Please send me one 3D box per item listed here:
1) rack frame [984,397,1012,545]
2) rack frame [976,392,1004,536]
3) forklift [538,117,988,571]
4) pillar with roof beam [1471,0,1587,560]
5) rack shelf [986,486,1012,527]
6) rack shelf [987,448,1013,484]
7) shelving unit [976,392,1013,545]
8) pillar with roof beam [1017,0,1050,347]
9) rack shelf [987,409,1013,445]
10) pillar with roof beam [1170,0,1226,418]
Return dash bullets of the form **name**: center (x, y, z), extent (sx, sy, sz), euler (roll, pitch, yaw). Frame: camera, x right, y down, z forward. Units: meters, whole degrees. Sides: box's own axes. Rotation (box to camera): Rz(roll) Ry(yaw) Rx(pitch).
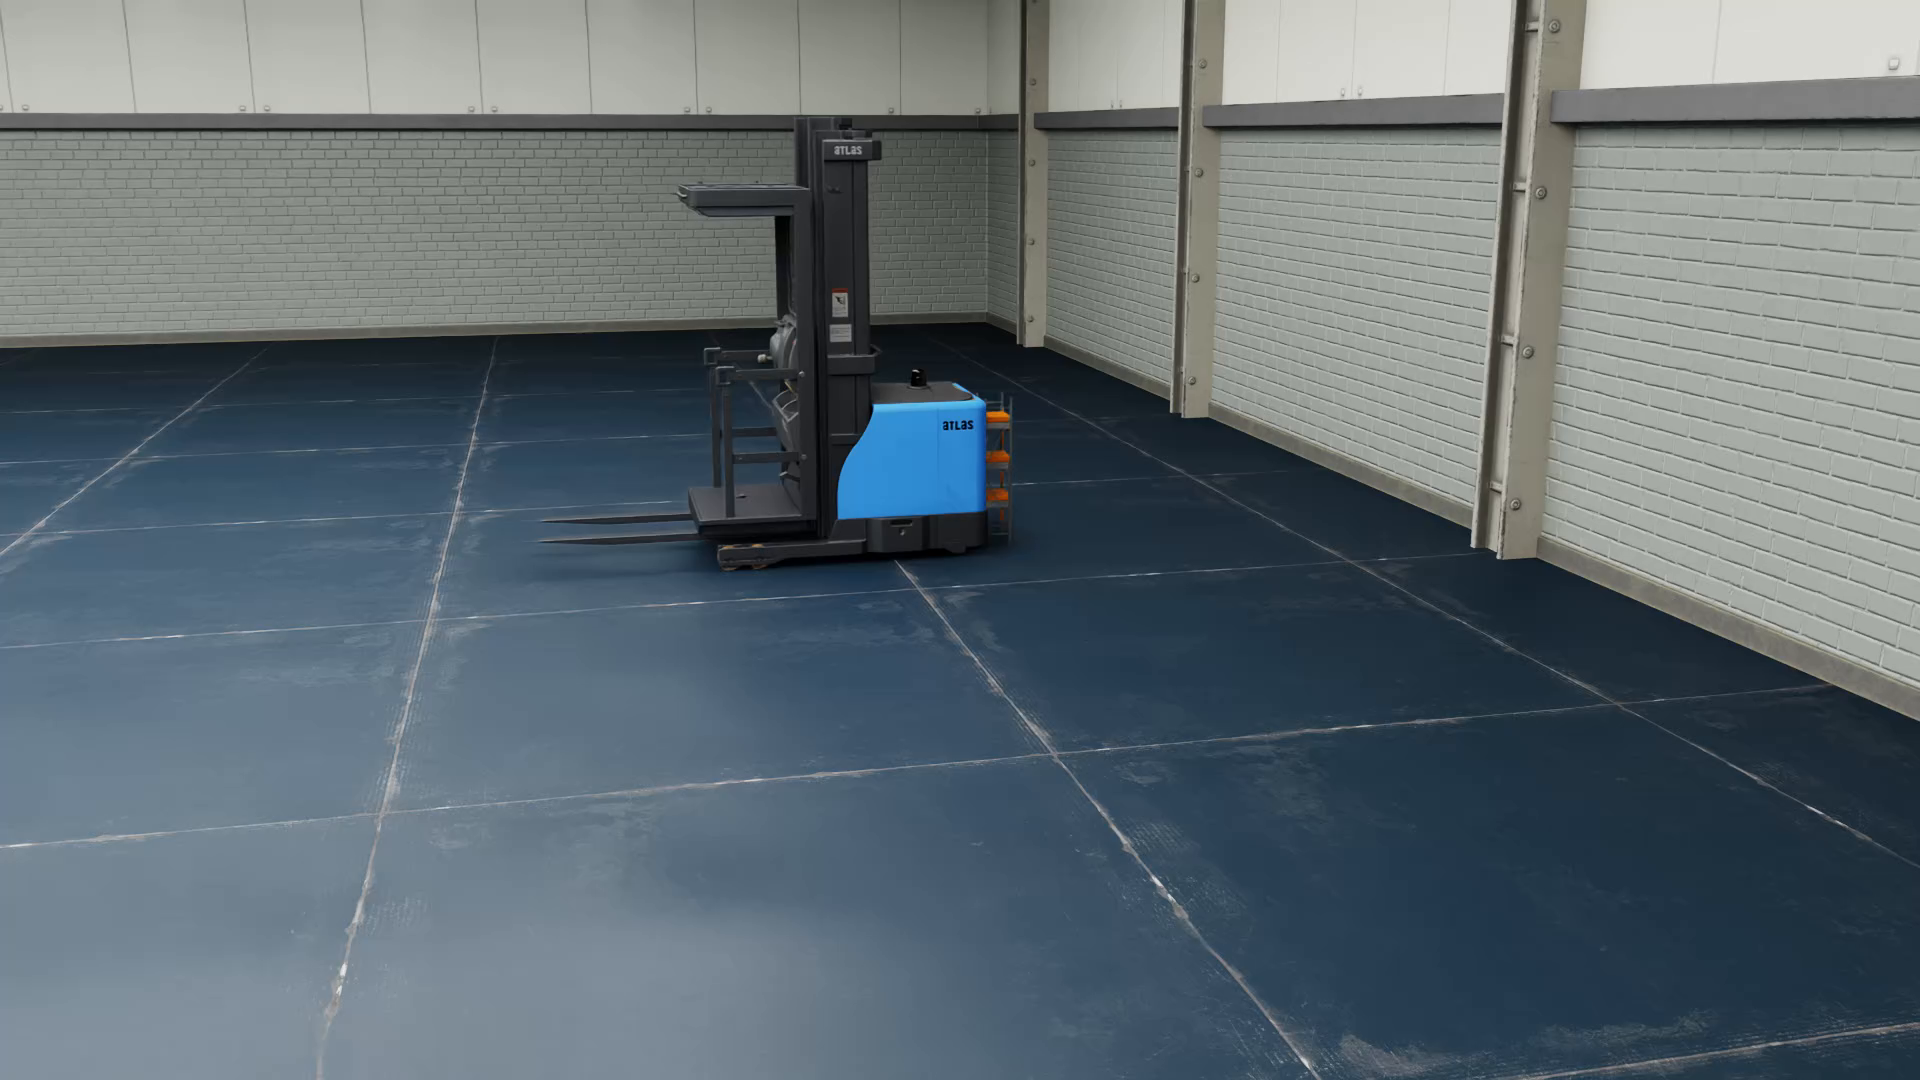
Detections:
- **rack frame**: center (0.267, -0.482, 11.687), extent (0.200, 1.050, 0.008), euler (-3, 14, -13)
- **rack frame**: center (0.212, -0.538, 11.918), extent (0.200, 1.050, 0.008), euler (-3, 14, -13)
- **forklift**: center (-1.377, -1.356, 11.303), extent (3.031, 2.935, 1.130), euler (-3, 14, -13)
- **pillar with roof beam**: center (-0.383, -4.051, 9.549), extent (9.100, 9.000, 0.400), euler (-3, 14, -13)
- **rack shelf**: center (0.239, -0.230, 11.871), extent (0.215, 0.259, 0.240), euler (-3, 14, -13)
- **rack shelf**: center (0.239, -0.500, 11.805), extent (0.215, 0.259, 0.240), euler (-3, 14, -13)
- **shelving unit**: center (0.239, -0.510, 11.803), extent (0.215, 1.050, 0.252), euler (-3, 14, -13)
- **pillar with roof beam**: center (-3.202, -6.820, 20.880), extent (9.100, 9.000, 0.400), euler (-3, 14, -13)
- **rack shelf**: center (0.239, -0.776, 11.738), extent (0.215, 0.259, 0.240), euler (-3, 14, -13)
- **pillar with roof beam**: center (-1.792, -5.436, 15.215), extent (9.100, 9.000, 0.400), euler (-3, 14, -13)
